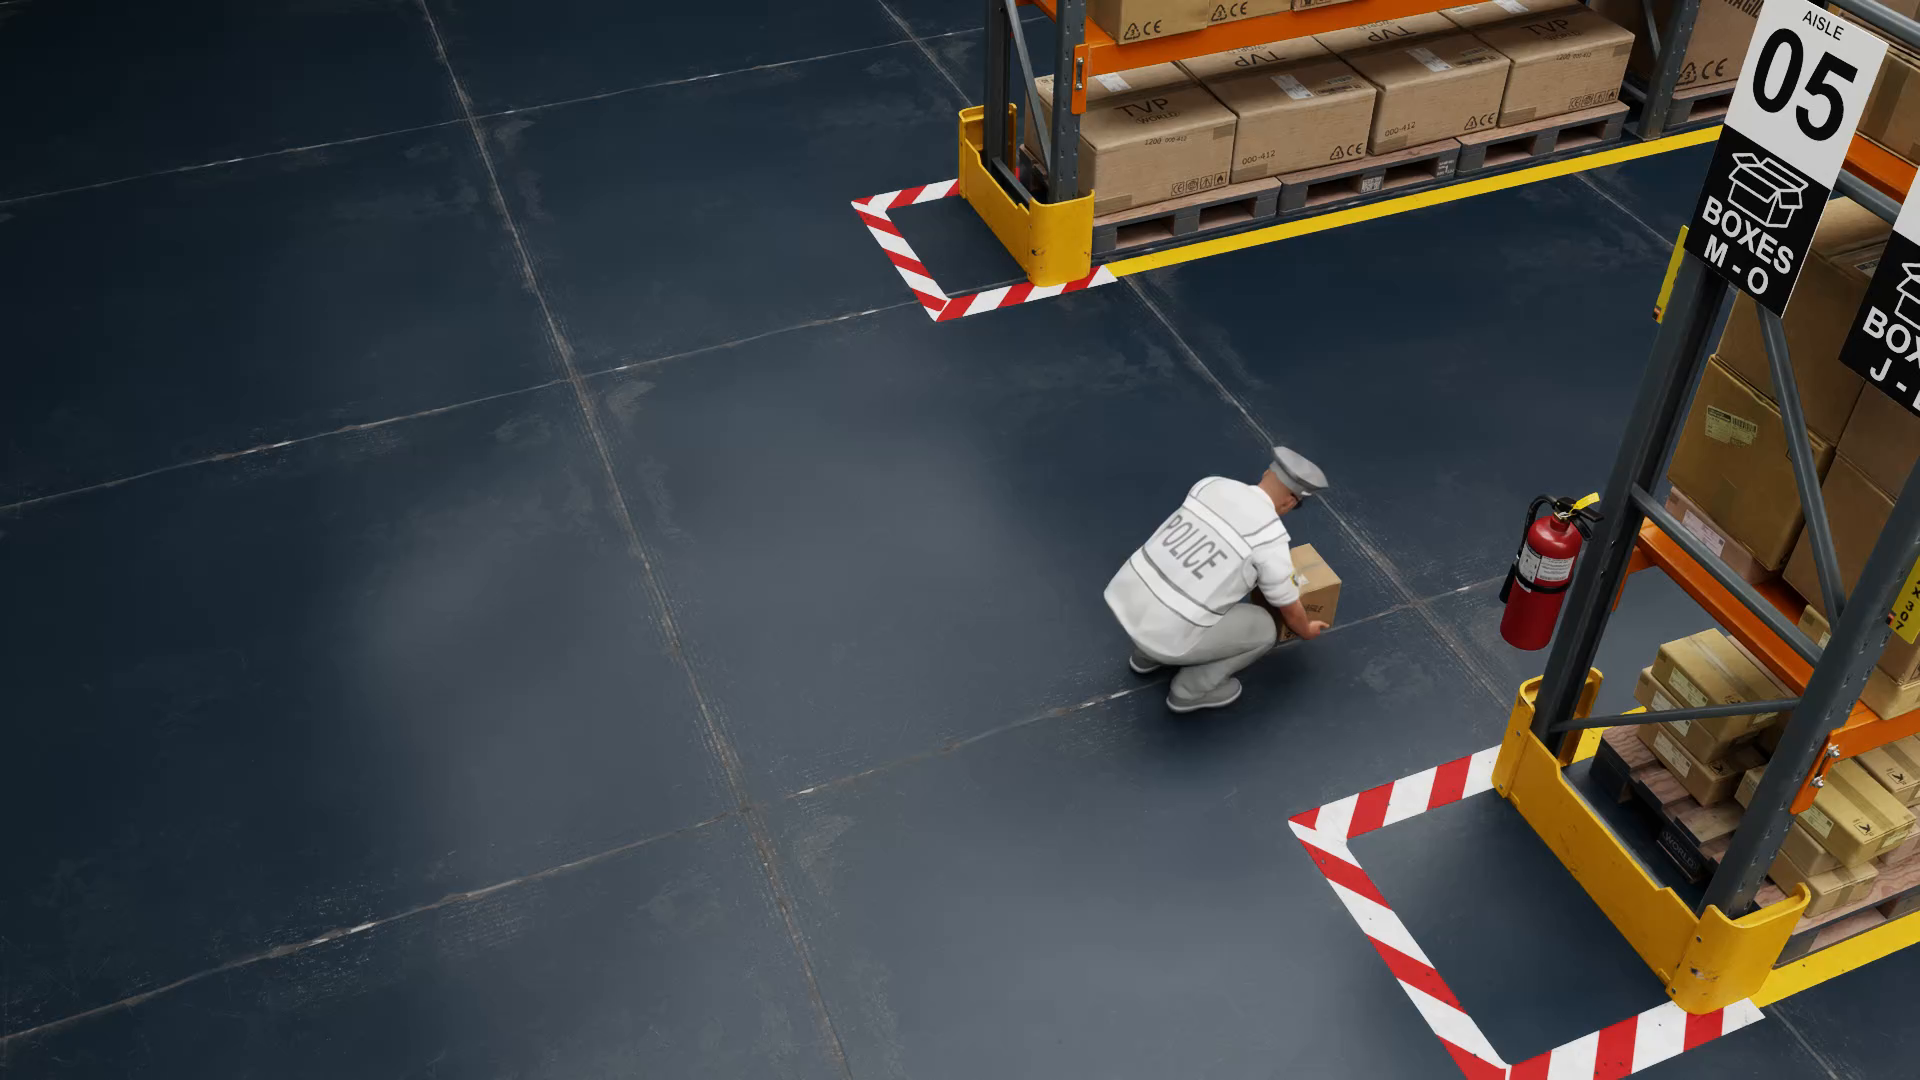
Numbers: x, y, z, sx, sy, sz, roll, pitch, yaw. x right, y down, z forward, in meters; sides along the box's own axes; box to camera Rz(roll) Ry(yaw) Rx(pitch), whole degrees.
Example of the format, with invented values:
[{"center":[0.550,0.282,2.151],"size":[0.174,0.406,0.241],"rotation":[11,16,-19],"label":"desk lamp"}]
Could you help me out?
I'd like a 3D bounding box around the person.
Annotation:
[{"center":[1.011,0.158,6.543],"size":[0.910,1.009,0.557],"rotation":[-15,44,-17],"label":"person"}]
